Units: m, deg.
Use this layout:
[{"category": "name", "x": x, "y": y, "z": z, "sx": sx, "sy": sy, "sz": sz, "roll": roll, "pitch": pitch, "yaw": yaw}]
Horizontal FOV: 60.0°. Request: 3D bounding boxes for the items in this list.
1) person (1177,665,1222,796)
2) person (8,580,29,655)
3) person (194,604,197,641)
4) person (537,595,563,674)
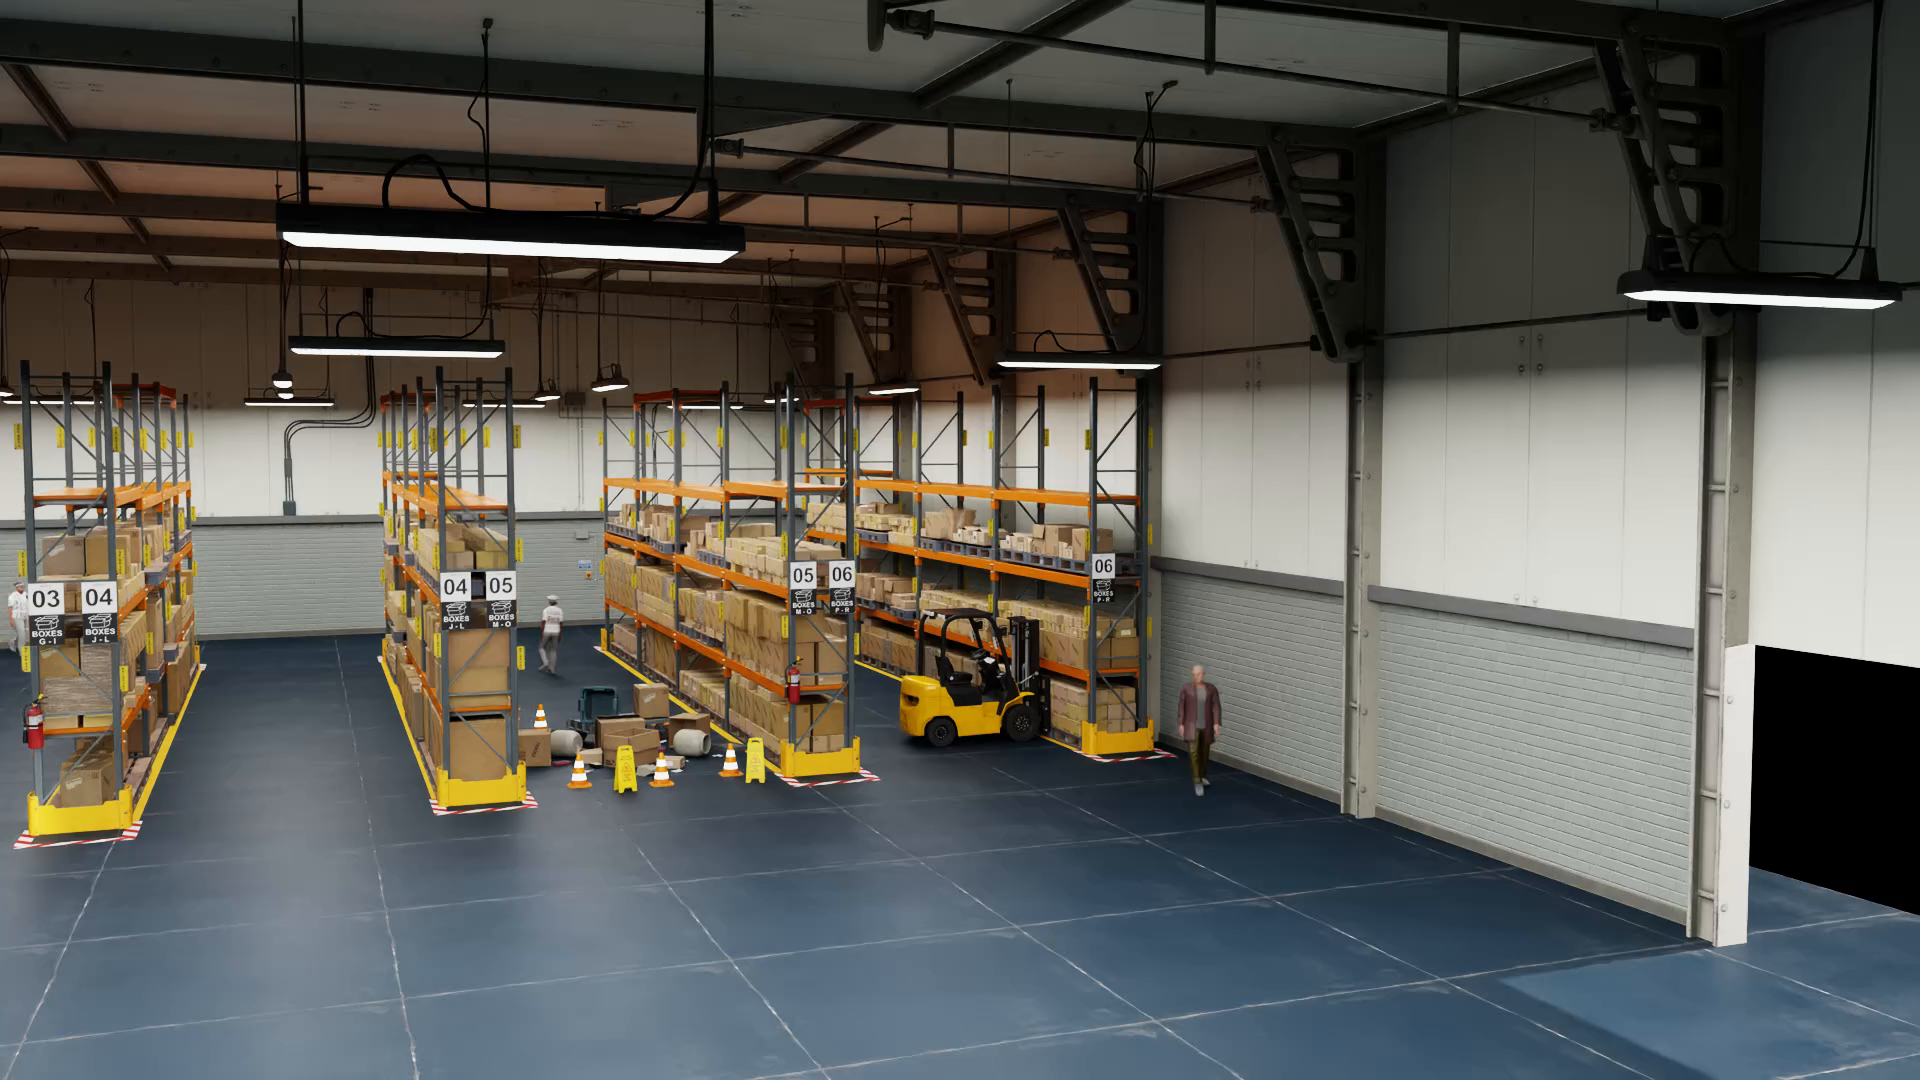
[{"category": "person", "x": 3.435, "y": 2.690, "z": 23.755, "sx": 0.605, "sy": 1.779, "sz": 0.890, "roll": 0, "pitch": 3, "yaw": 0}, {"category": "person", "x": -21.805, "y": 1.793, "z": 38.544, "sx": 0.749, "sy": 1.741, "sz": 0.547, "roll": 1, "pitch": 4, "yaw": 16}, {"category": "person", "x": -17.569, "y": 1.858, "z": 37.795, "sx": 0.429, "sy": 1.728, "sz": 0.566, "roll": -1, "pitch": 4, "yaw": -21}, {"category": "person", "x": -8.777, "y": 2.020, "z": 35.568, "sx": 0.580, "sy": 1.678, "sz": 0.437, "roll": -2, "pitch": 4, "yaw": -29}]
